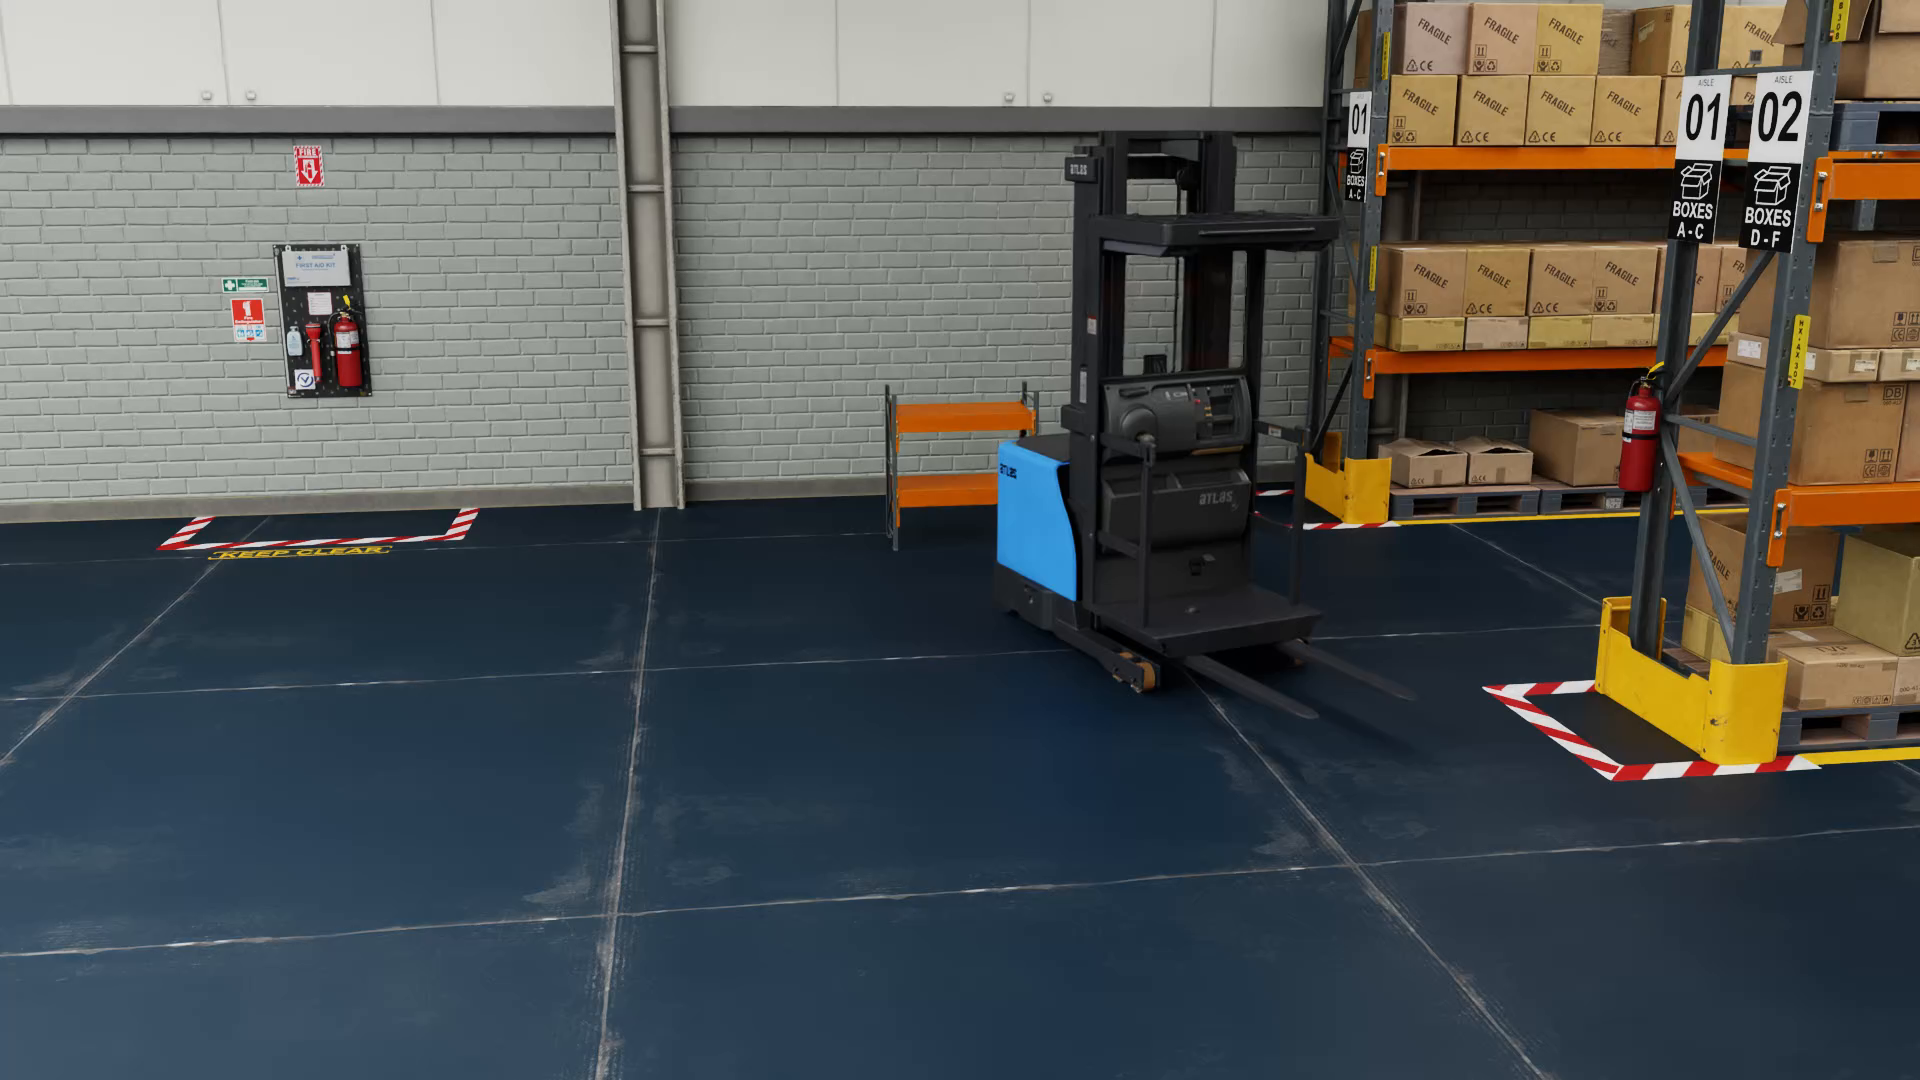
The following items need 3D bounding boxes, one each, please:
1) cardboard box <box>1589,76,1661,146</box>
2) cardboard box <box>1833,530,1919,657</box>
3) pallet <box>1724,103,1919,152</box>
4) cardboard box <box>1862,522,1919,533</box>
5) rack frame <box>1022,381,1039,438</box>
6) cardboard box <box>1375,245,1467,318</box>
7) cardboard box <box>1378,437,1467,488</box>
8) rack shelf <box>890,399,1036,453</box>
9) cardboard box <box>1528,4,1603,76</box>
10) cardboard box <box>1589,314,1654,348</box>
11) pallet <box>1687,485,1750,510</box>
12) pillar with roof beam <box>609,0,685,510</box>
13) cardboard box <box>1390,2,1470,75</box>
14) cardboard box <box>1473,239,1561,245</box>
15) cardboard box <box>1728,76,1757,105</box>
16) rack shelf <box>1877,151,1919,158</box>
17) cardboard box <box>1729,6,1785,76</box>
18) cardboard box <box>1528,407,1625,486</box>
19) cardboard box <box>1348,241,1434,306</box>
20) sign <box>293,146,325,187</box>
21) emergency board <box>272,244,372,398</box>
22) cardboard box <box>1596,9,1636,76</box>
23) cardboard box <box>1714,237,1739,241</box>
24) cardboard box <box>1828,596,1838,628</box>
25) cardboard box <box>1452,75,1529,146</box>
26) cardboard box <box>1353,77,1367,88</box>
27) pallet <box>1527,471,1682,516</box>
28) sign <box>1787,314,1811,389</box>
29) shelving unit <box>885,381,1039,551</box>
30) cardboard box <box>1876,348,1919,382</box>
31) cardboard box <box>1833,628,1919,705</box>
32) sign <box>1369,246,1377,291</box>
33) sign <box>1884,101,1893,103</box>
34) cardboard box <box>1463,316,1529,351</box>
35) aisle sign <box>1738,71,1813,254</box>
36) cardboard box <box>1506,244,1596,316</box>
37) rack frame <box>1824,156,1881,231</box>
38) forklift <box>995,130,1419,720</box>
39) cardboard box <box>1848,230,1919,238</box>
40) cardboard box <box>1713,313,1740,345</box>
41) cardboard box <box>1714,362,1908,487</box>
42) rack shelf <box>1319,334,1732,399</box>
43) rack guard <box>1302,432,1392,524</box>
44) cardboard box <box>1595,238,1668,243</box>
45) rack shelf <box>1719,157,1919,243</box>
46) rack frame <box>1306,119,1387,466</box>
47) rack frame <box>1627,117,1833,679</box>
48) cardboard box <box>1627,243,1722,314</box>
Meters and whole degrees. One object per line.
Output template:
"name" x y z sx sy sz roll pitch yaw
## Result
"cardboard box" 4.909 -3.237 12.549 0.500 0.500 0.500 -1 14 -5
"cardboard box" 4.765 0.257 8.279 0.500 0.500 0.500 -2 14 -8
"pallet" 4.410 -1.956 7.872 1.213 0.211 1.003 -2 14 -8
"cardboard box" 5.180 0.110 8.863 0.500 0.500 0.500 -2 14 -8
"rack frame" 0.509 -0.564 12.159 0.032 1.125 0.500 -2 14 -8
"cardboard box" 3.482 -1.962 12.605 0.500 0.500 0.500 -2 14 -8
"cardboard box" 3.663 -0.629 13.187 0.500 0.311 0.500 -4 15 -15
"rack shelf" 0.007 -0.830 12.015 1.000 0.278 0.538 -2 14 -8
"cardboard box" 4.391 -3.697 12.330 0.500 0.500 0.500 -2 14 -7
"cardboard box" 5.011 -1.652 12.909 0.500 0.250 0.500 -2 14 -8
"pallet" 6.262 -0.476 13.686 1.213 0.211 1.003 -2 14 -8
"pillar with roof beam" -1.763 -3.607 8.105 0.400 9.000 9.100 -2 14 -8
"cardboard box" 3.383 -3.670 12.221 0.500 0.500 0.500 -3 14 -12
"cardboard box" 4.410 -2.121 13.238 0.500 0.500 0.500 -2 14 -10
"cardboard box" 5.956 -3.282 12.727 0.500 0.500 0.500 -3 14 -13
"rack shelf" 8.899 -3.040 13.489 4.000 0.370 1.077 -2 14 -8
"cardboard box" 5.922 -3.754 12.554 0.500 0.500 0.500 -1 14 -5
"cardboard box" 4.960 -0.756 13.304 0.500 0.500 0.700 -3 14 -12
"cardboard box" 3.400 -2.085 13.096 0.500 0.500 0.500 -2 14 -9
"sign" -4.876 -2.800 12.455 0.199 0.298 0.001 -2 14 -8
"emergency board" -4.854 -1.652 12.643 0.643 1.169 0.194 -2 14 -8
"cardboard box" 4.880 -3.844 12.916 0.500 0.500 0.500 -2 14 -8
"cardboard box" 6.425 -2.195 13.535 0.500 0.500 0.500 -2 14 -10
"cardboard box" 4.686 0.493 8.877 0.500 0.250 0.500 -2 14 -8
"cardboard box" 3.870 -3.192 12.372 0.500 0.500 0.500 -1 14 -5
"cardboard box" 3.340 -3.306 12.823 0.500 0.500 0.500 -1 14 -4
"pallet" 5.053 -0.431 13.506 1.213 0.211 1.003 -2 14 -8
"sign" 3.784 -0.850 7.501 0.005 0.325 0.100 -2 14 -8
"shelving unit" 0.007 -0.546 12.086 1.048 1.125 0.538 -2 14 -8
"cardboard box" 4.388 -0.861 7.949 0.250 0.149 0.380 -2 14 -10
"cardboard box" 4.764 0.620 8.372 0.500 0.250 0.500 -2 14 -8
"sign" 3.046 -2.006 12.274 0.005 0.325 0.100 -2 14 -8
"sign" 7.009 -3.437 12.531 0.005 0.325 0.100 -2 14 -8
"cardboard box" 4.007 -1.617 12.770 0.500 0.250 0.500 -3 14 -10
"aisle sign" 3.688 -1.710 7.529 0.004 0.787 0.394 -2 14 -8
"cardboard box" 4.484 -1.995 12.735 0.500 0.500 0.500 -3 14 -10
"rack frame" 6.921 -1.861 13.478 0.127 3.000 1.000 -2 14 -8
"forklift" 1.310 -0.721 9.072 1.130 2.935 3.031 -7 16 -25
"cardboard box" 4.742 -1.239 8.123 0.500 0.500 0.700 -2 14 -10
"cardboard box" 6.004 -1.692 13.070 0.500 0.250 0.500 -2 14 -8
"cardboard box" 4.171 -0.587 8.192 0.500 0.500 0.700 -2 14 -8
"rack shelf" 4.943 -1.440 13.276 4.000 0.370 1.077 -2 14 -8
"rack guard" 3.041 -0.507 13.215 0.348 0.500 1.175 -2 14 -8
"cardboard box" 5.419 -2.161 13.397 0.500 0.500 0.500 -2 14 -7
"rack shelf" 5.685 -1.703 8.161 4.000 0.370 1.077 -2 14 -8
"rack frame" 2.965 -1.716 12.900 0.127 3.000 1.000 -2 14 -8
"rack frame" 3.707 -0.525 8.149 0.127 3.000 1.000 -2 14 -8
"cardboard box" 5.507 -2.035 12.897 0.500 0.500 0.500 -3 14 -10
